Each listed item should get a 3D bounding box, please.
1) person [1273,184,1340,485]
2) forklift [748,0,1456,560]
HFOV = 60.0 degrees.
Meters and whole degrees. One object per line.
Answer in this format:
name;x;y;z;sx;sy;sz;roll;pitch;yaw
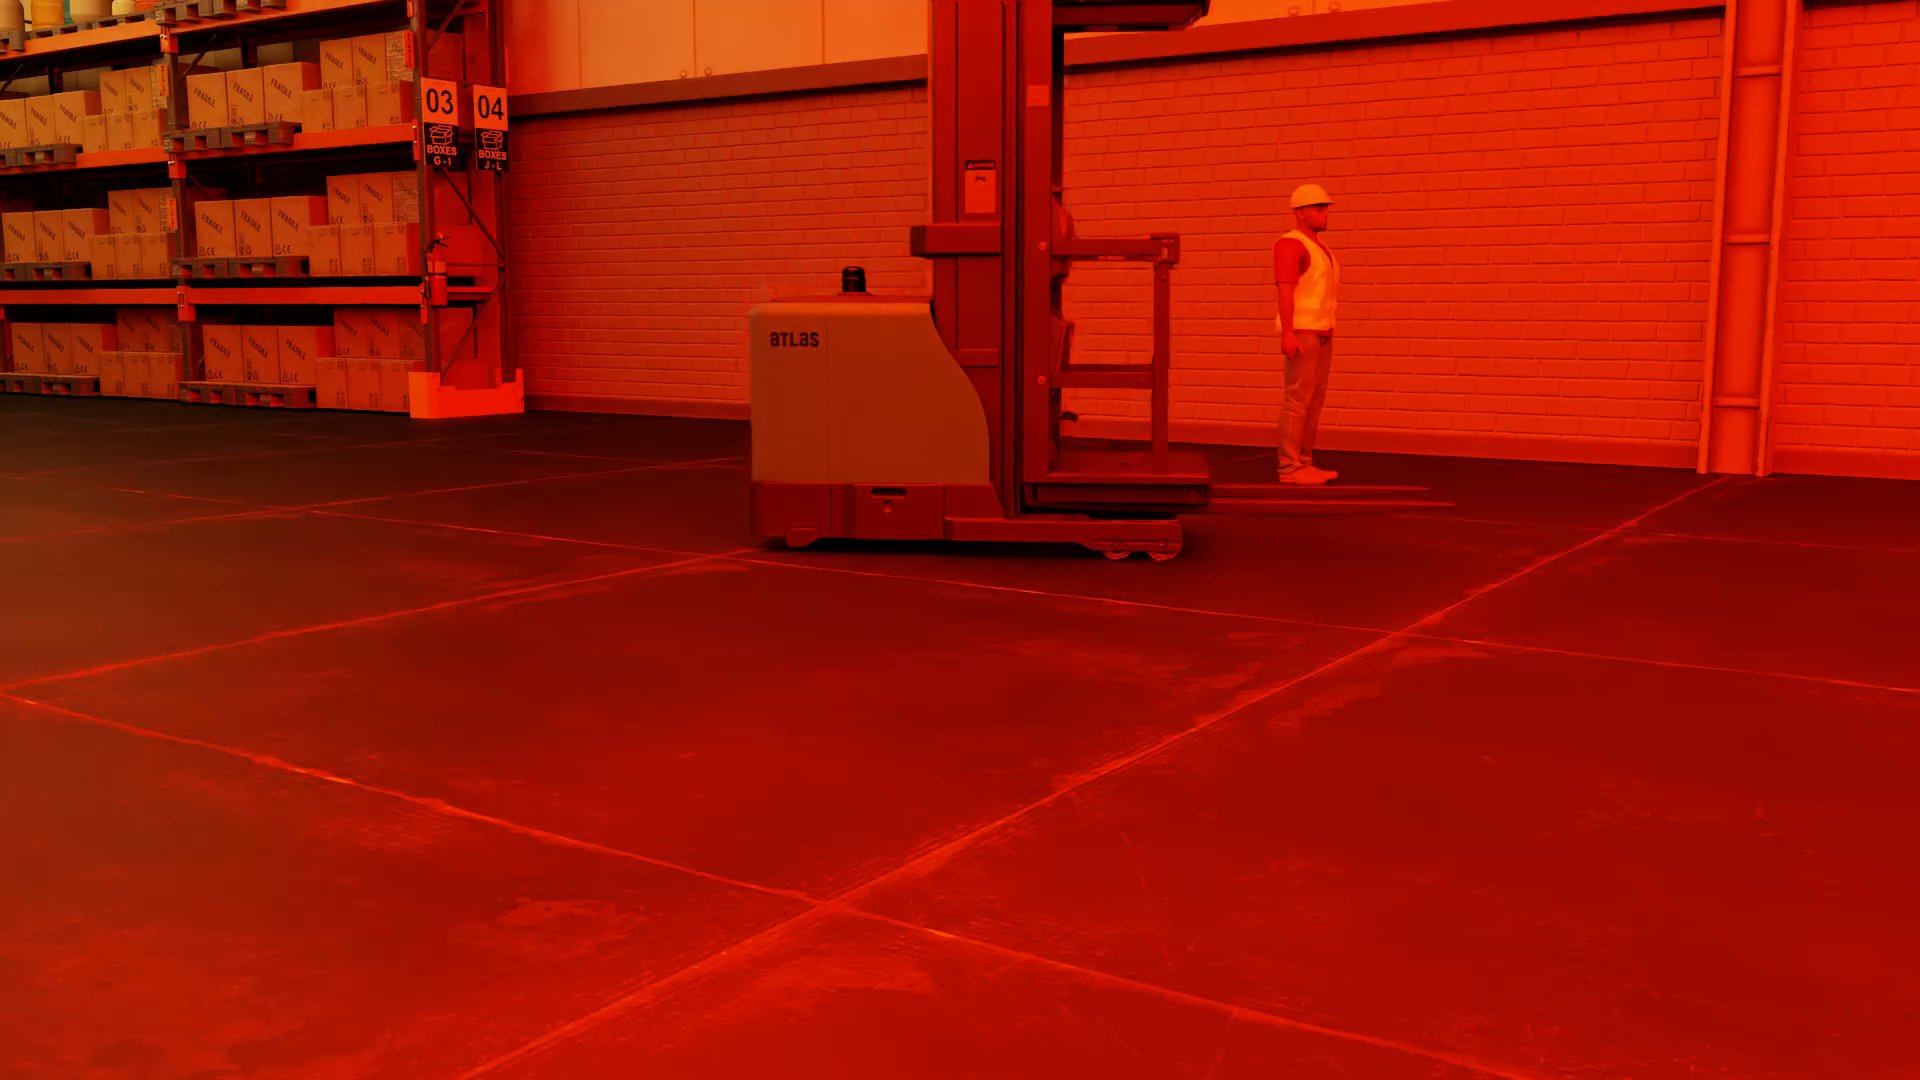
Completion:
person;2.088;-1.223;9.934;0.381;1.771;0.600;5;9;30
forklift;0.629;-1.445;7.352;3.031;2.935;1.130;1;8;6
